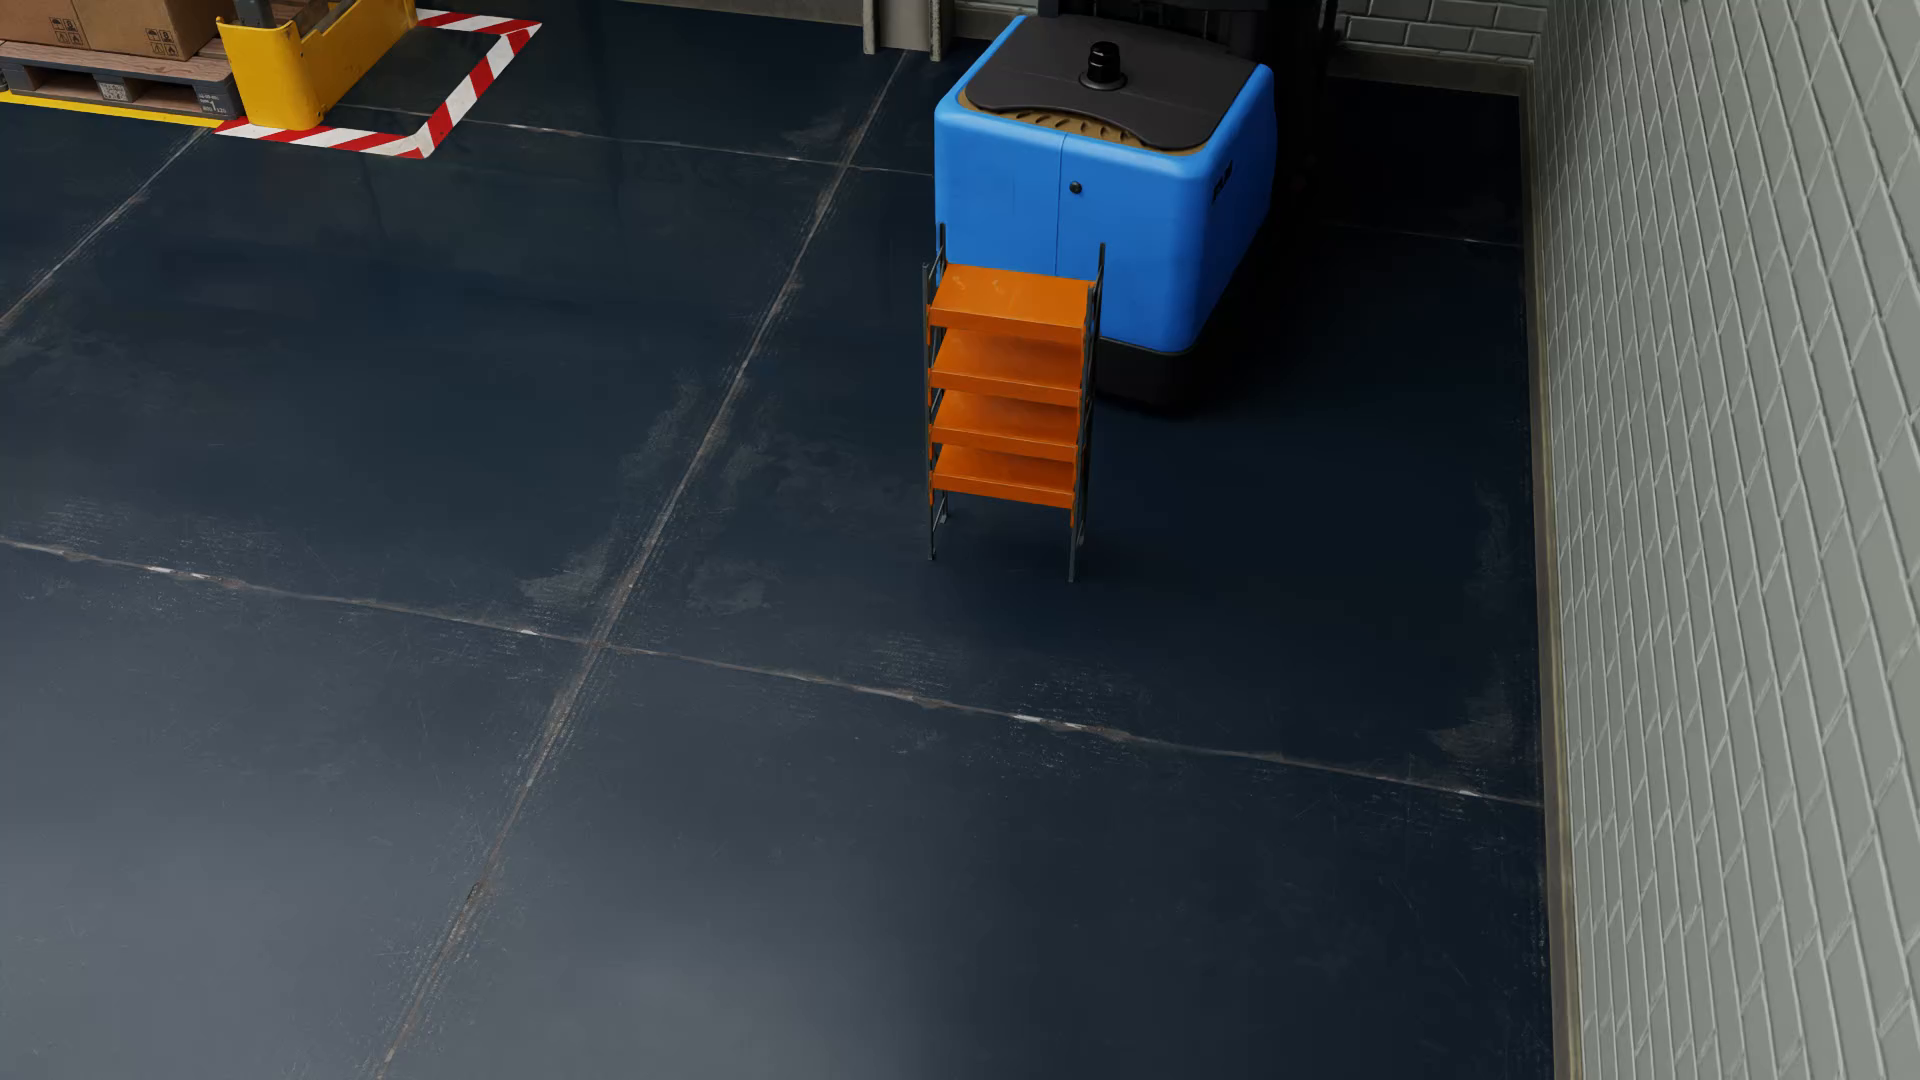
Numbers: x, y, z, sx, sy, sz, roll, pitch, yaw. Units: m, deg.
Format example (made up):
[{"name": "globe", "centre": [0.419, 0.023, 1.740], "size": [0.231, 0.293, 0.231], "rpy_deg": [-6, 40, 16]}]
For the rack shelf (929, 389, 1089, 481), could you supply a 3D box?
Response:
[{"name": "rack shelf", "centre": [0.162, -0.359, 5.355], "size": [0.480, 0.148, 0.258], "rpy_deg": [9, 45, 9]}]

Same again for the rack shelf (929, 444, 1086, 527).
[{"name": "rack shelf", "centre": [0.162, -0.216, 5.492], "size": [0.480, 0.148, 0.258], "rpy_deg": [9, 45, 9]}]

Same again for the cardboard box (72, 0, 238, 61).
[{"name": "cardboard box", "centre": [-3.781, -2.686, 7.877], "size": [0.500, 0.500, 0.700], "rpy_deg": [9, 45, 9]}]

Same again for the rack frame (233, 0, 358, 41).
[{"name": "rack frame", "centre": [-3.076, -3.397, 7.116], "size": [0.127, 3.000, 1.000], "rpy_deg": [9, 45, 9]}]

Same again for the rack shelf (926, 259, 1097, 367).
[{"name": "rack shelf", "centre": [0.162, -0.690, 5.035], "size": [0.480, 0.148, 0.258], "rpy_deg": [9, 45, 9]}]

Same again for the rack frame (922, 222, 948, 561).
[{"name": "rack frame", "centre": [-0.077, -0.444, 5.346], "size": [0.015, 1.200, 0.240], "rpy_deg": [9, 45, 9]}]

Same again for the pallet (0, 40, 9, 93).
[{"name": "pallet", "centre": [-5.060, -2.646, 8.347], "size": [1.213, 0.211, 1.003], "rpy_deg": [9, 45, 9]}]

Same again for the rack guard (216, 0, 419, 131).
[{"name": "rack guard", "centre": [-3.052, -2.493, 7.979], "size": [0.348, 0.500, 1.175], "rpy_deg": [9, 45, 9]}]

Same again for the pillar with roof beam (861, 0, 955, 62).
[{"name": "pillar with roof beam", "centre": [-1.192, -2.821, 2.192], "size": [0.400, 9.000, 9.100], "rpy_deg": [9, 45, 9]}]

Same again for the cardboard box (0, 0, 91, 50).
[{"name": "cardboard box", "centre": [-4.269, -2.762, 7.956], "size": [0.500, 0.500, 0.700], "rpy_deg": [9, 45, 9]}]

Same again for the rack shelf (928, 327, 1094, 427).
[{"name": "rack shelf", "centre": [0.162, -0.520, 5.199], "size": [0.480, 0.148, 0.258], "rpy_deg": [9, 45, 9]}]

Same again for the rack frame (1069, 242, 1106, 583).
[{"name": "rack frame", "centre": [0.400, -0.370, 5.269], "size": [0.015, 1.200, 0.240], "rpy_deg": [9, 45, 9]}]

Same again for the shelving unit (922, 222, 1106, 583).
[{"name": "shelving unit", "centre": [0.162, -0.407, 5.308], "size": [0.503, 1.200, 0.258], "rpy_deg": [9, 45, 9]}]

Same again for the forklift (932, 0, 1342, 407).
[{"name": "forklift", "centre": [0.956, -2.581, 6.317], "size": [1.130, 2.935, 3.031], "rpy_deg": [17, 46, 17]}]

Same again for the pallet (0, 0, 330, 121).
[{"name": "pallet", "centre": [-3.873, -2.460, 8.154], "size": [1.213, 0.211, 1.003], "rpy_deg": [9, 45, 9]}]
